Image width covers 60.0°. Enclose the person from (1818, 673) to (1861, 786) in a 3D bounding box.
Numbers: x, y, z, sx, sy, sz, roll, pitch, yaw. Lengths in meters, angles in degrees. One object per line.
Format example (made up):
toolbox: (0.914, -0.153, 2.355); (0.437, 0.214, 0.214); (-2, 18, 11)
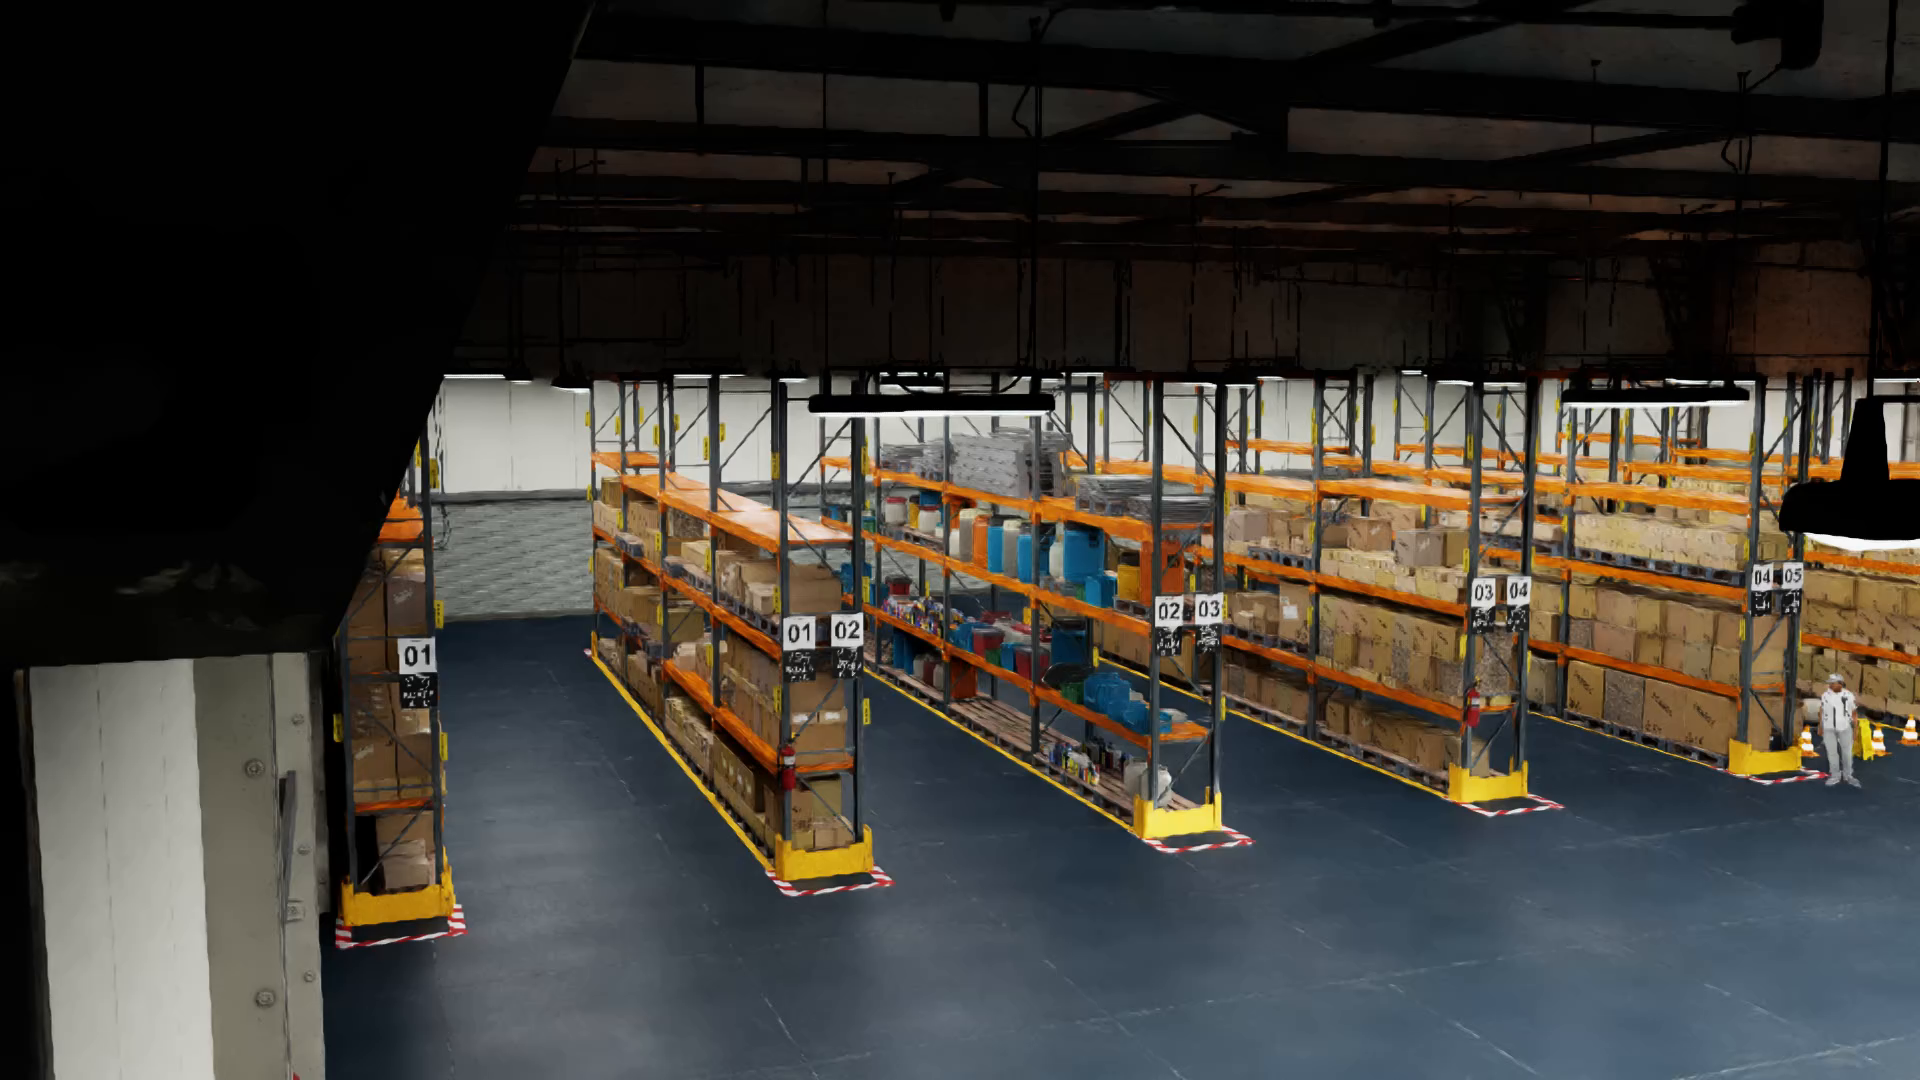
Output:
person: (12.930, 2.778, 24.430); (0.598, 1.658, 0.420); (5, 8, 39)
